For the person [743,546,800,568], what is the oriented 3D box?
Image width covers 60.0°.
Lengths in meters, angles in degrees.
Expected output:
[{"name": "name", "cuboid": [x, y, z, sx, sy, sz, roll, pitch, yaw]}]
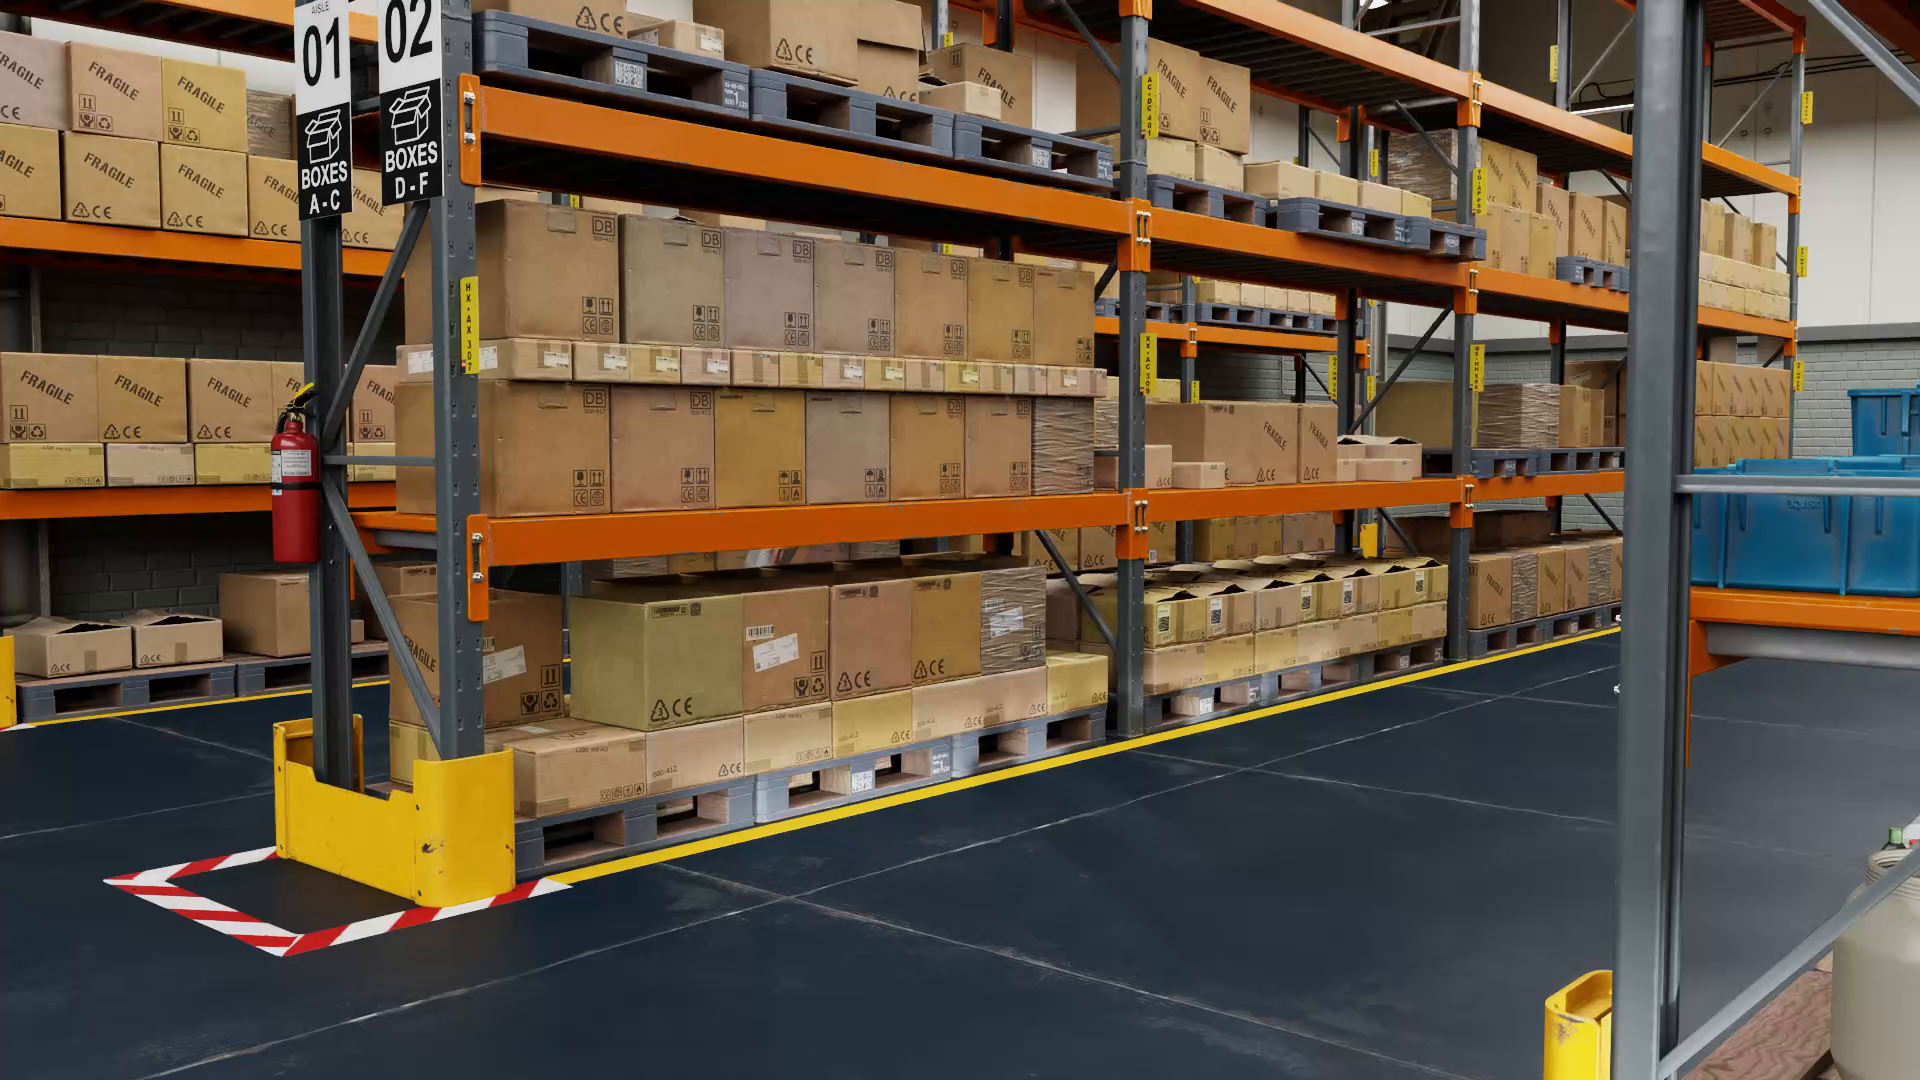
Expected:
[{"name": "person", "cuboid": [-1.453, -0.028, 12.397, 0.758, 1.736, 0.571, -2, 4, -28]}]
